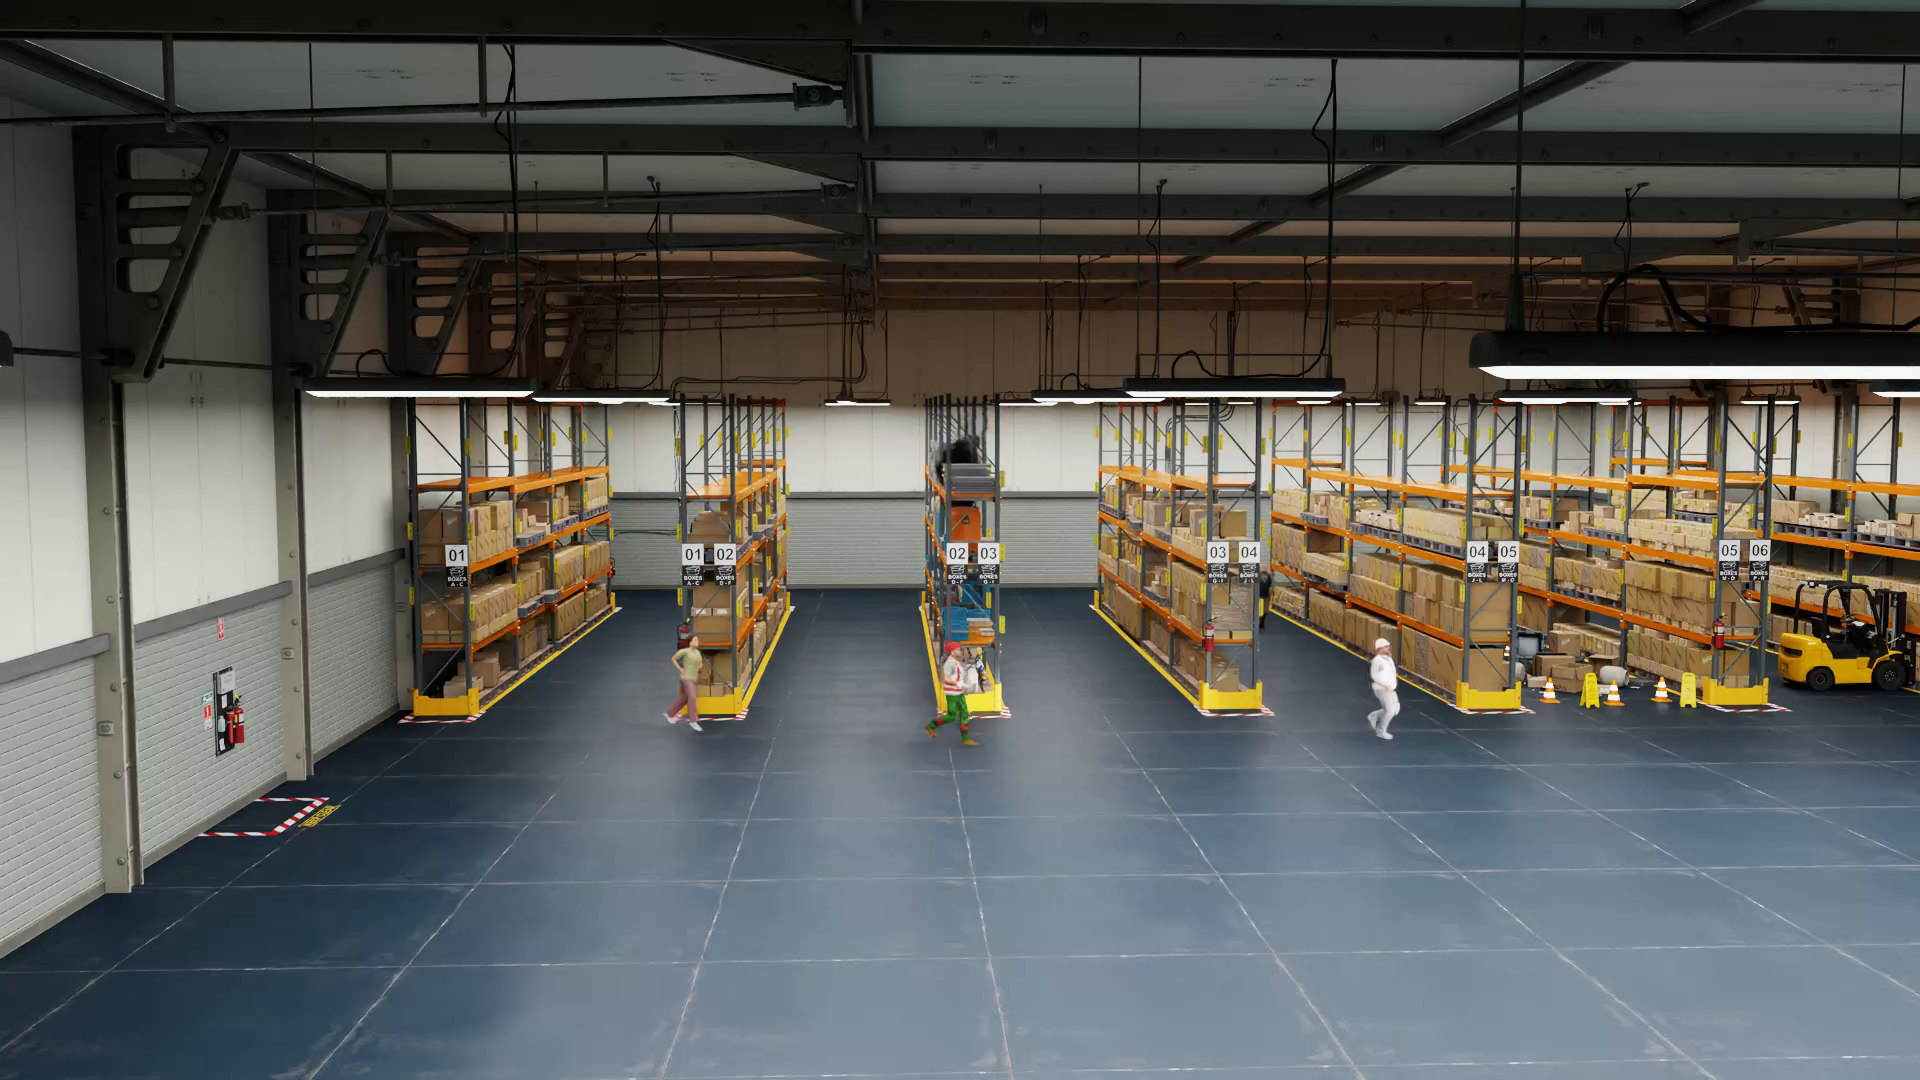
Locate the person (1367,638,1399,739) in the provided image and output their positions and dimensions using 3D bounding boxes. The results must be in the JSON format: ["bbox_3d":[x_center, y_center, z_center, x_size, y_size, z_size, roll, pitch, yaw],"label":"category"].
[{"bbox_3d":[7.357,2.577,28.969,0.540,1.739,0.658,3,6,36],"label":"person"}]

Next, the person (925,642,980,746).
[{"bbox_3d":[-0.127,2.607,28.204,0.959,1.774,0.653,1,5,17],"label":"person"}]

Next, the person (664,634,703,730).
[{"bbox_3d":[-4.887,2.536,29.979,0.891,1.687,0.579,2,5,27],"label":"person"}]

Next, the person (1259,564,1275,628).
[{"bbox_3d":[7.866,1.458,43.154,0.632,1.678,0.733,0,5,-5],"label":"person"}]
